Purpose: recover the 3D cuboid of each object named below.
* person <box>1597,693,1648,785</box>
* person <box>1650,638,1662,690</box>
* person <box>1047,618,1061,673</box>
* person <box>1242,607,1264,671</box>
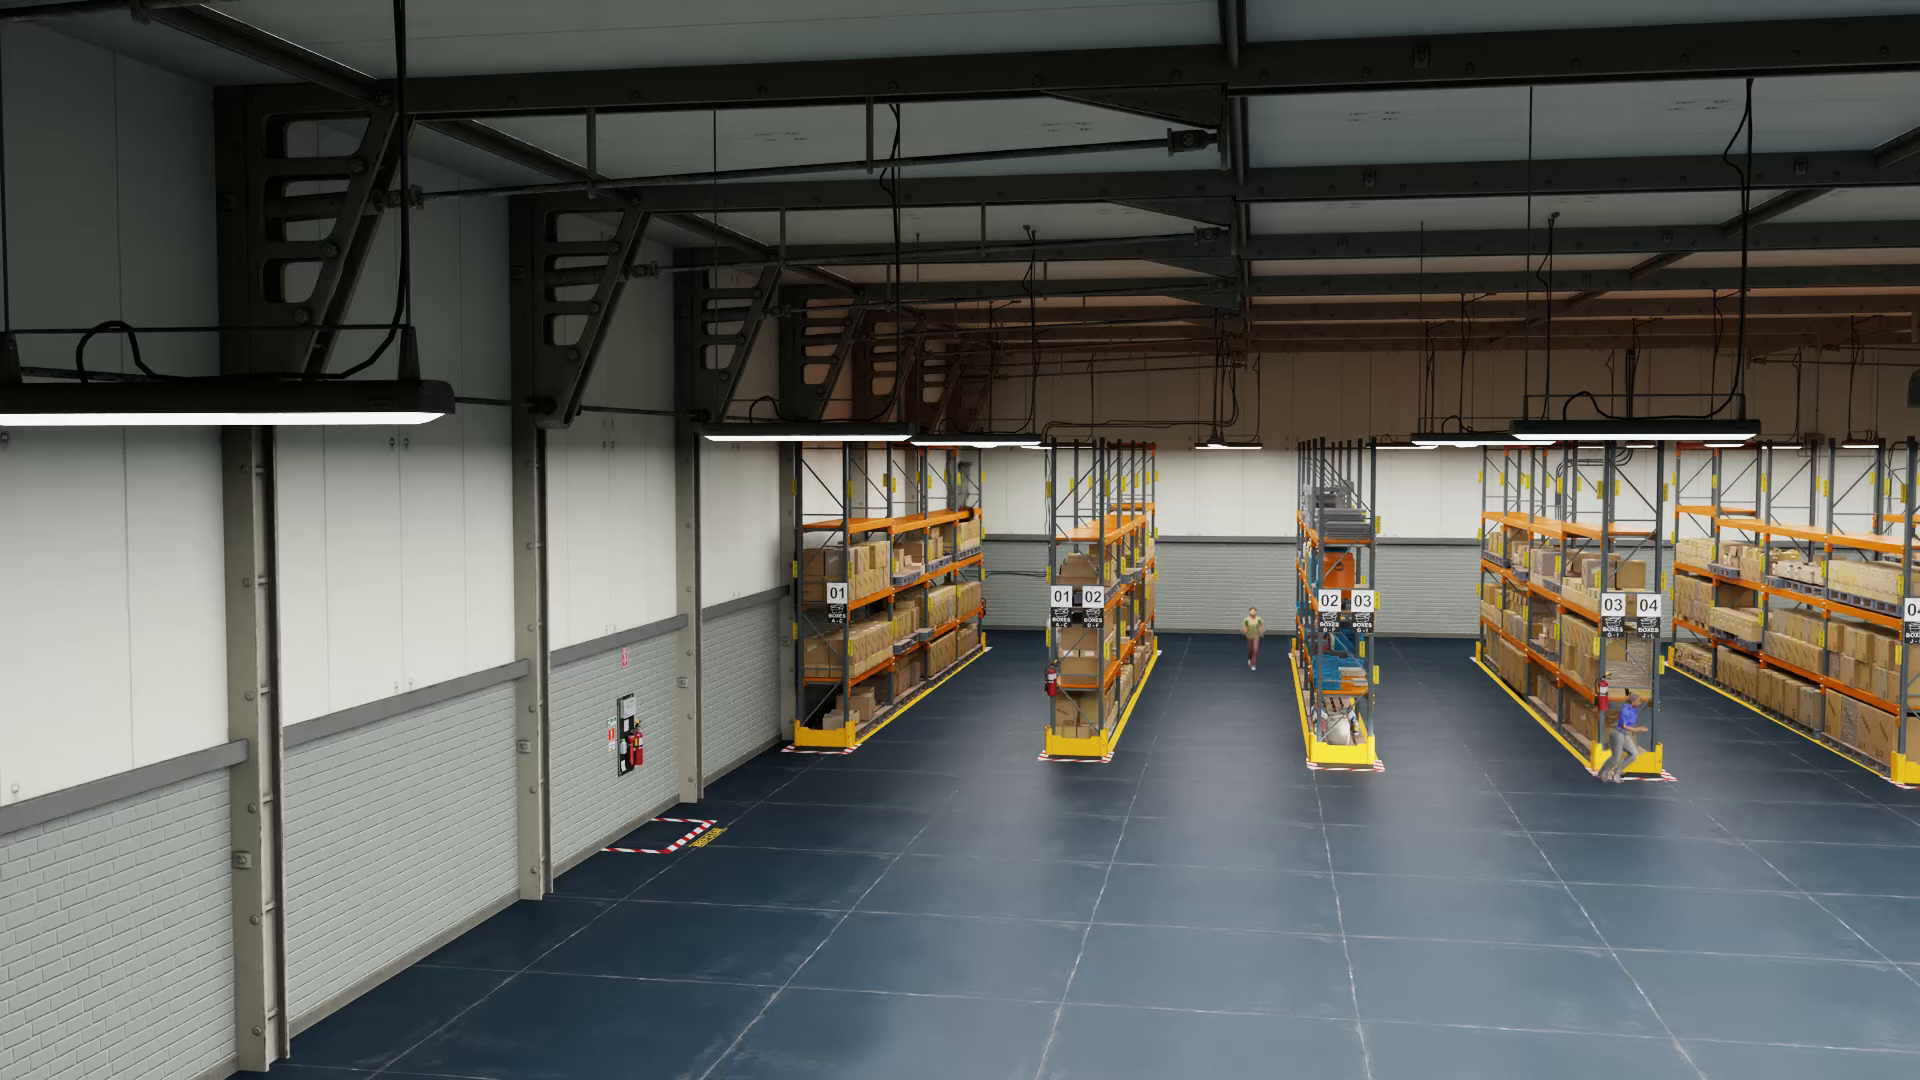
[{"bbox_3d":[11.434,3.423,28.648,0.860,1.611,0.516,3,4,42],"label":"person"},{"bbox_3d":[16.630,2.815,40.197,0.621,1.651,0.787,0,3,8],"label":"person"},{"bbox_3d":[2.472,2.616,42.248,0.631,1.846,0.805,1,3,14],"label":"person"},{"bbox_3d":[7.720,2.583,43.836,0.569,1.649,0.879,0,3,9],"label":"person"}]
